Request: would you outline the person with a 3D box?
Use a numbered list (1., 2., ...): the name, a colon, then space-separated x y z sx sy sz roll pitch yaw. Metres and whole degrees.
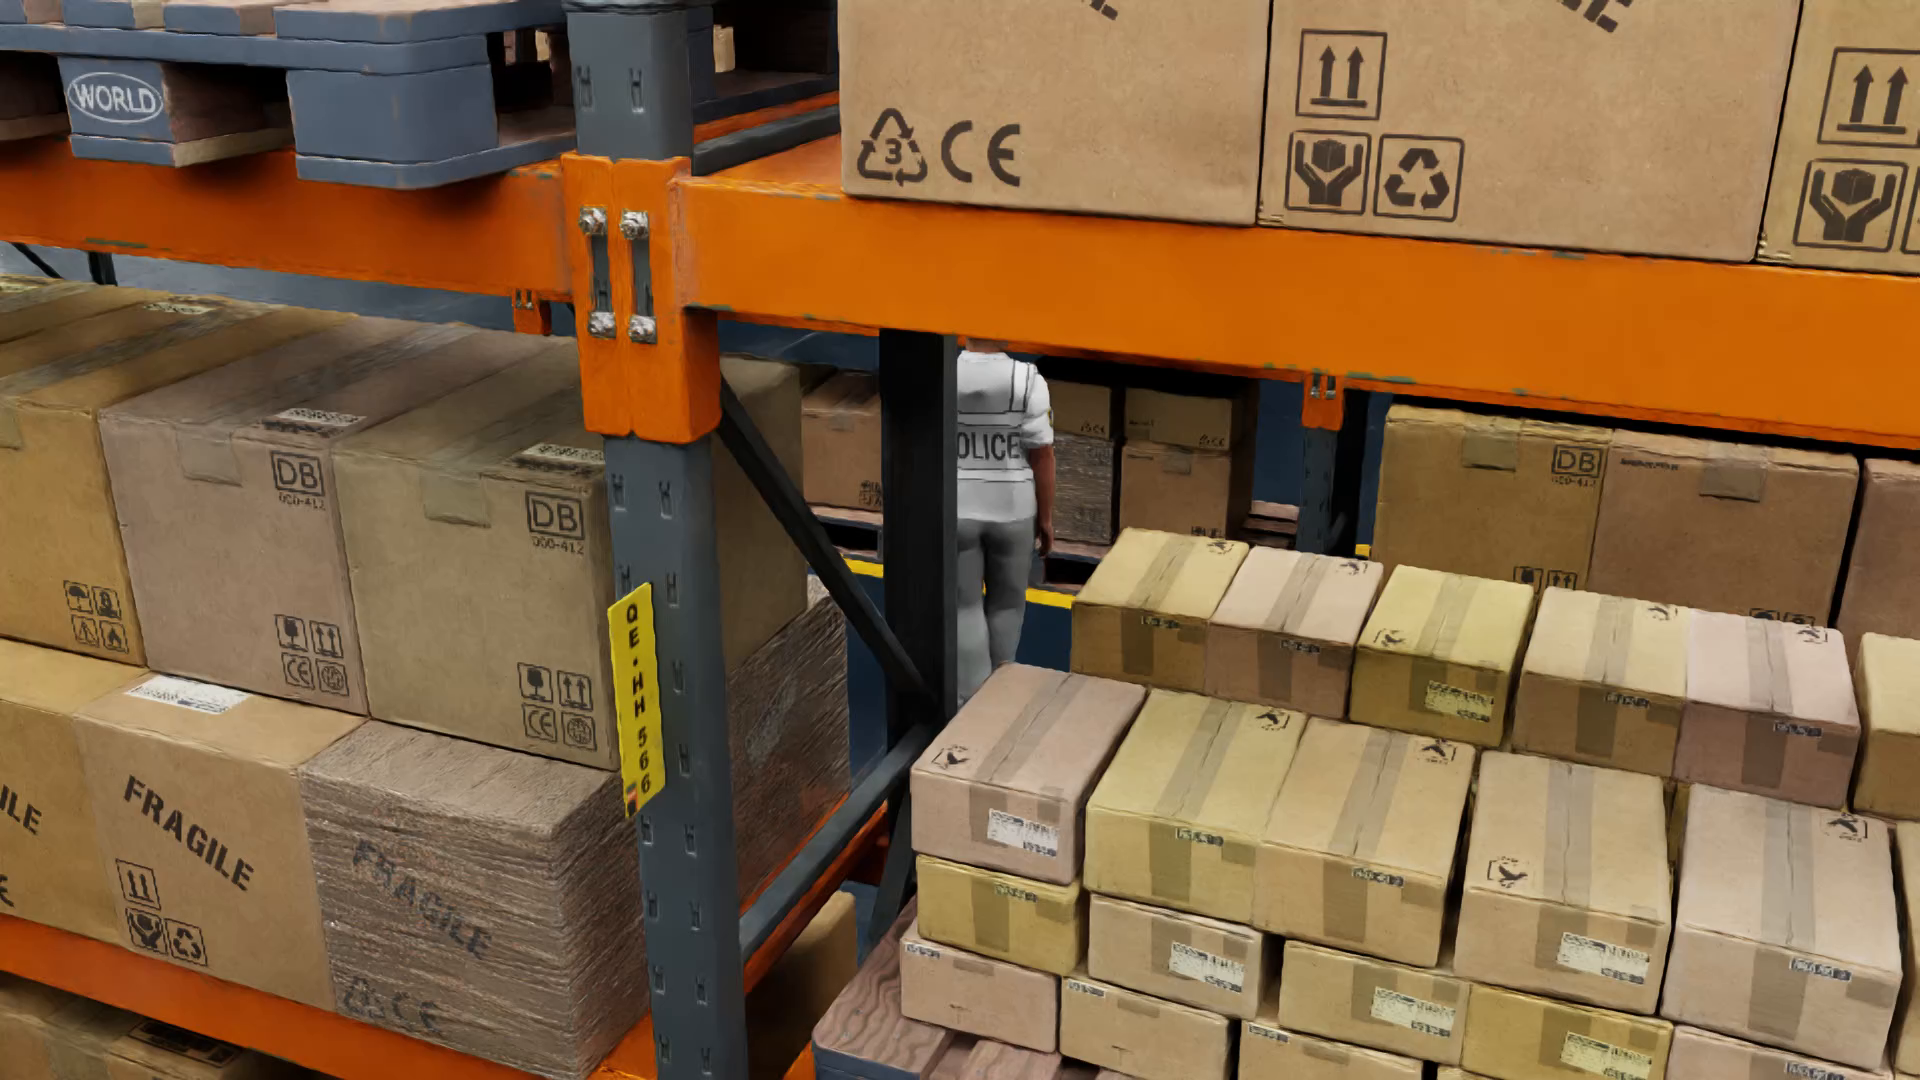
1. person: 0.068 -0.112 6.314 0.580 1.765 0.441 1 22 2
